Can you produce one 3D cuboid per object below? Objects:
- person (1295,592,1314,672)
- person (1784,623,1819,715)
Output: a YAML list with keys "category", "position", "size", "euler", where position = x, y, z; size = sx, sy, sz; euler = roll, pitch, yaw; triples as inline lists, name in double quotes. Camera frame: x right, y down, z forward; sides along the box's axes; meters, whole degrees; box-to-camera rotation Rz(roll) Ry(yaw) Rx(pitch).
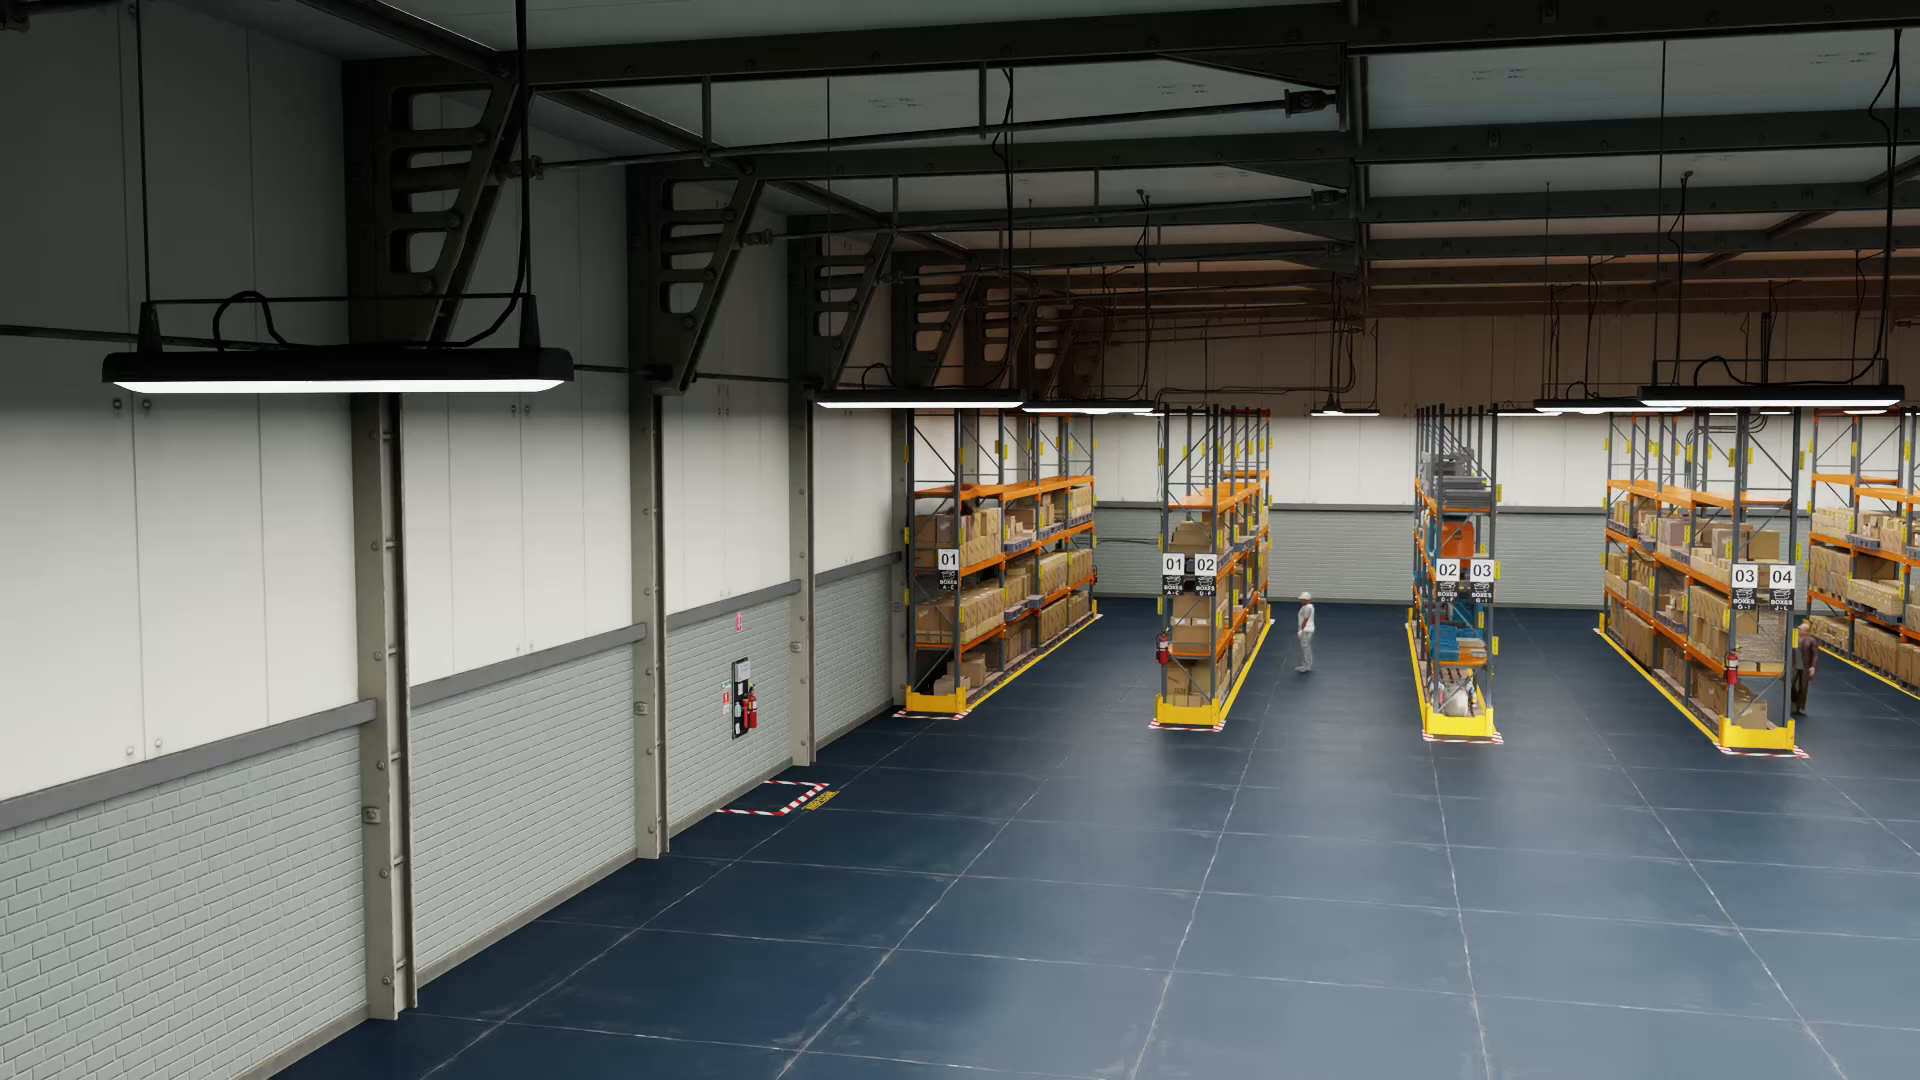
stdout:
- category: "person"
  position: [7.807, 2.078, 37.700]
  size: [0.405, 1.794, 0.563]
  euler: [1, 4, 19]
- category: "person"
  position: [16.292, 2.494, 32.236]
  size: [0.632, 1.772, 0.657]
  euler: [2, 5, 25]
